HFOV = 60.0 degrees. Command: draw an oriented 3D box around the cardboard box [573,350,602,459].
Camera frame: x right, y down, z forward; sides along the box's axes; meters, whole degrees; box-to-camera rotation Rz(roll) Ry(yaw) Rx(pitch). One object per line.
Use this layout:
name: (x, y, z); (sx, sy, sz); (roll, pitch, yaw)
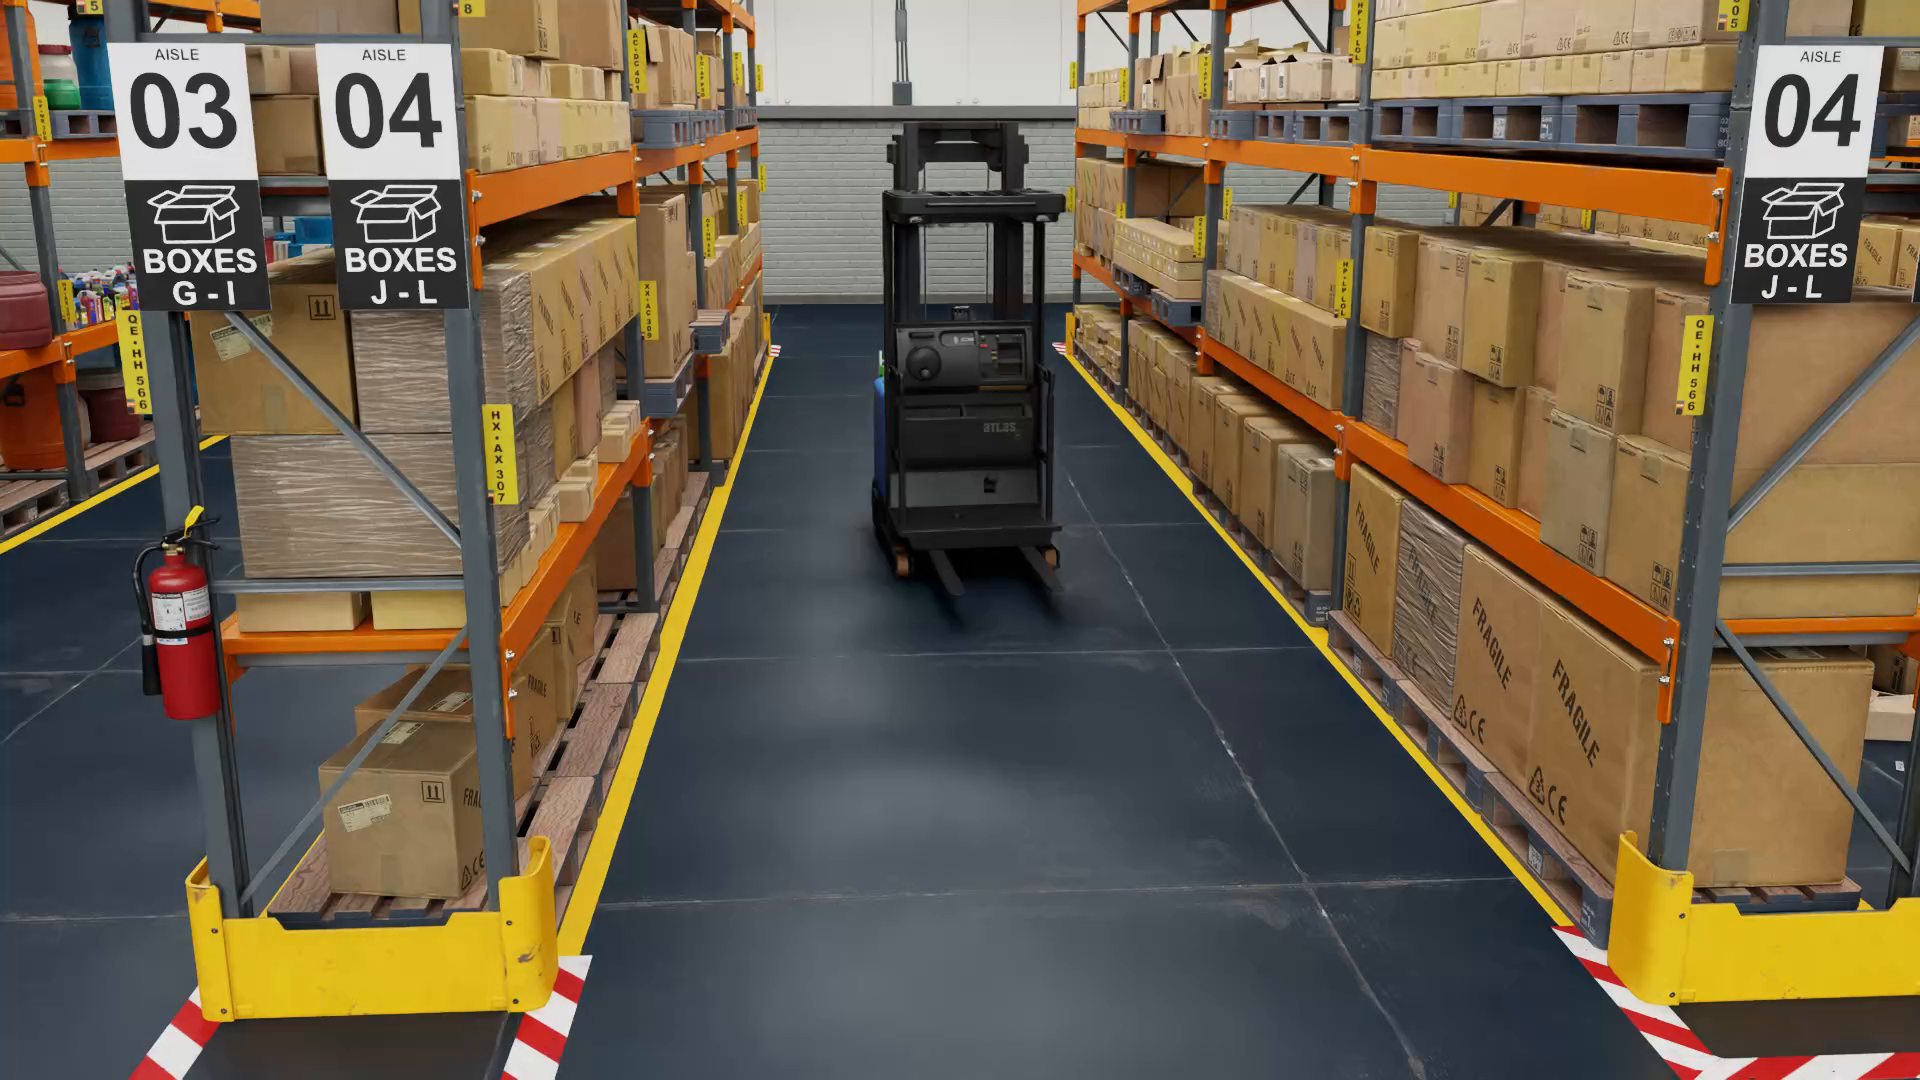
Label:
cardboard box: (-2.173, -0.673, 7.823); (0.875, 0.500, 0.500); (-1, 14, -3)

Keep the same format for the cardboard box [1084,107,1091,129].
cardboard box: (1.747, -5.010, 19.759); (0.500, 0.250, 0.500); (0, 14, -2)

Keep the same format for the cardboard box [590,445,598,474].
cardboard box: (-1.932, -0.358, 7.904); (0.380, 0.149, 0.250); (-1, 14, -3)

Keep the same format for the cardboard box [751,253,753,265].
cardboard box: (-2.547, -3.175, 18.851); (0.380, 0.149, 0.250); (-1, 14, -5)

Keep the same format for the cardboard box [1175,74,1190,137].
cardboard box: (2.109, -3.650, 13.973); (0.500, 0.500, 0.500); (-1, 14, -3)

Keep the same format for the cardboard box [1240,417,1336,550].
cardboard box: (2.506, -0.399, 11.229); (1.050, 0.750, 0.750); (-1, 14, -3)

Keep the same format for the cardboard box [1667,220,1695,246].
cardboard box: (6.995, -3.023, 15.547); (0.500, 0.500, 0.500); (-1, 14, -4)

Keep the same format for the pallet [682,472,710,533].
pallet: (-2.468, -0.291, 12.732); (1.003, 0.211, 1.213); (-1, 14, -3)

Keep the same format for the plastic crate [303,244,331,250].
plastic crate: (-7.722, -3.450, 19.824); (0.396, 0.136, 0.243); (-1, 14, -3)

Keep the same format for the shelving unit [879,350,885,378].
shelving unit: (-0.386, -0.861, 12.966); (0.258, 1.200, 0.503); (-10, 18, -35)

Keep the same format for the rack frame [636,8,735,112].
rack frame: (-2.762, -5.736, 16.259); (1.000, 3.000, 0.127); (-1, 14, -3)

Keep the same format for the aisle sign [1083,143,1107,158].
aisle sign: (1.643, -5.149, 20.802); (0.394, 0.787, 0.004); (-1, 14, -3)

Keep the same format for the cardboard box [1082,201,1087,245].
cardboard box: (1.757, -3.820, 20.057); (0.500, 0.500, 0.500); (-1, 14, -3)

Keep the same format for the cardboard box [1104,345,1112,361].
cardboard box: (1.794, -2.055, 18.277); (0.380, 0.149, 0.250); (-1, 14, -5)

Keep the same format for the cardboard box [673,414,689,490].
cardboard box: (-2.453, -0.672, 12.751); (0.700, 0.500, 0.500); (-2, 15, -6)

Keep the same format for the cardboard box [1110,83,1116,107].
cardboard box: (1.891, -4.744, 17.724); (0.500, 0.250, 0.500); (-1, 15, -6)

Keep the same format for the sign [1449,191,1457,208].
sign: (6.326, -4.429, 21.323); (0.100, 0.325, 0.005); (-1, 14, -3)

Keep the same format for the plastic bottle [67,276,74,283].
plastic bottle: (-8.000, -2.229, 14.928); (0.097, 0.271, 0.097); (0, 14, 0)

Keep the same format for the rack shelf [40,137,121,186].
rack shelf: (-7.582, -3.361, 14.492); (1.077, 0.370, 4.000); (-1, 14, -3)

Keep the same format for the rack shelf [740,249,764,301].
rack shelf: (-2.886, -2.979, 19.030); (1.077, 0.370, 4.000); (-1, 14, -3)

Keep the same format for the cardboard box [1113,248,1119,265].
cardboard box: (1.760, -2.858, 16.777); (0.380, 0.149, 0.250); (-2, 15, -6)

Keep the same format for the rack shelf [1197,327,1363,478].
rack shelf: (2.566, -1.041, 11.497); (1.077, 0.370, 4.000); (-1, 14, -3)

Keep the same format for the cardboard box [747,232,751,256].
cardboard box: (-2.594, -3.275, 18.440); (0.500, 0.250, 0.500); (-1, 14, -2)

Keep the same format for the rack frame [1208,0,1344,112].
rack frame: (2.442, -4.792, 12.593); (1.000, 3.000, 0.127); (-1, 14, -3)

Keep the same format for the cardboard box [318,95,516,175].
cardboard box: (-1.791, -1.350, 5.534); (0.500, 0.250, 0.500); (0, 14, -2)

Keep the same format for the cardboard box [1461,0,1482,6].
cardboard box: (2.453, -2.449, 7.365); (0.380, 0.149, 0.250); (-1, 14, -4)

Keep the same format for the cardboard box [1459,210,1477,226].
cardboard box: (6.624, -3.903, 20.974); (0.500, 0.500, 0.500); (-1, 14, -4)

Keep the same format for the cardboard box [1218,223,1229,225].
cardboard box: (2.462, -2.958, 15.972); (0.380, 0.149, 0.250); (-1, 14, -4)

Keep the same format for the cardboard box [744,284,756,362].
cardboard box: (-2.779, -2.394, 18.732); (0.875, 0.875, 0.875); (-1, 14, -3)

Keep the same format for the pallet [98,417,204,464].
pallet: (-7.621, -0.907, 15.127); (1.003, 0.211, 1.213); (-1, 14, -3)

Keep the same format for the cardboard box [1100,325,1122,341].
cardboard box: (1.787, -2.333, 18.760); (0.380, 0.149, 0.250); (-2, 15, -6)

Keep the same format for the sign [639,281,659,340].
sign: (-1.726, -1.270, 9.206); (0.100, 0.325, 0.005); (-1, 14, -3)

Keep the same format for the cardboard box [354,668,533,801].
cardboard box: (-2.112, 0.858, 6.847); (0.500, 0.500, 0.500); (3, 15, 11)

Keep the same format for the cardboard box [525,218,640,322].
cardboard box: (-1.964, -1.410, 8.681); (0.500, 0.500, 0.500); (-1, 14, -3)

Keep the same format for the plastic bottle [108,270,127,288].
plastic bottle: (-7.398, -2.197, 14.643); (0.144, 0.351, 0.185); (-1, 14, -3)

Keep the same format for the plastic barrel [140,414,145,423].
plastic barrel: (-7.700, -1.299, 15.205); (0.421, 0.512, 0.421); (0, 14, 0)

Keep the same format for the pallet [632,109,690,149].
pallet: (-2.199, -2.358, 9.527); (1.213, 0.211, 1.003); (-1, 14, -3)

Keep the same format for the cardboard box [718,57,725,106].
cardboard box: (-2.900, -4.911, 17.829); (0.700, 0.500, 0.500); (0, 14, -1)

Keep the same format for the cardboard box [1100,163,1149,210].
cardboard box: (1.840, -3.927, 18.466); (0.500, 0.500, 0.500); (-1, 14, -2)

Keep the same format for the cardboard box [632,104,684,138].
cardboard box: (-2.168, -2.853, 11.376); (0.500, 0.250, 0.500); (0, 14, -2)

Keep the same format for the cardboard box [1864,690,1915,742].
cardboard box: (4.635, 0.831, 8.264); (0.396, 0.266, 0.258); (2, 15, 6)

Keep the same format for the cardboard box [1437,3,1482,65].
cardboard box: (2.505, -2.291, 7.552); (0.500, 0.250, 0.500); (-1, 14, -4)

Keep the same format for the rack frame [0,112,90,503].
rack frame: (-7.458, -1.759, 12.843); (1.000, 3.000, 0.127); (-1, 14, -3)

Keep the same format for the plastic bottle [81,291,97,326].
plastic bottle: (-7.137, -1.898, 13.616); (0.061, 0.283, 0.133); (-1, 14, -3)

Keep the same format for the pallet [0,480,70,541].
pallet: (-7.449, -0.215, 12.440); (1.003, 0.211, 1.213); (-1, 14, -3)

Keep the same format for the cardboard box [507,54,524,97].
cardboard box: (-1.809, -1.687, 6.044); (0.380, 0.149, 0.250); (0, 14, -1)

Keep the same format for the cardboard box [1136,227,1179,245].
cardboard box: (1.841, -2.825, 15.453); (0.380, 0.149, 0.250); (0, 14, -1)

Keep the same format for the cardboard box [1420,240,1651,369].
cardboard box: (2.725, -1.124, 7.907); (0.875, 0.550, 0.550); (-1, 14, -3)

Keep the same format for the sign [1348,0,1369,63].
sign: (2.149, -2.737, 8.955); (0.100, 0.325, 0.005); (-1, 14, -3)

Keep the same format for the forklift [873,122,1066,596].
forklift: (0.067, -1.262, 11.048); (1.130, 2.935, 3.031); (-2, 15, -8)

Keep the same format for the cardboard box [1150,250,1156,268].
cardboard box: (1.892, -2.484, 14.727); (0.380, 0.149, 0.250); (-1, 14, -4)

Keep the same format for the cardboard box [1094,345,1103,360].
cardboard box: (1.769, -2.179, 19.356); (0.380, 0.149, 0.250); (-1, 14, -3)

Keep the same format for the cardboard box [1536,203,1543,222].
cardboard box: (6.759, -3.882, 18.886); (0.500, 0.500, 0.500); (-1, 14, -3)

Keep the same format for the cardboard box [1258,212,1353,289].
cardboard box: (2.527, -2.054, 11.784); (0.700, 0.500, 0.500); (-1, 14, -4)

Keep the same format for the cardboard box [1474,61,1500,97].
cardboard box: (2.467, -2.001, 7.224); (0.380, 0.149, 0.250); (-1, 14, -3)

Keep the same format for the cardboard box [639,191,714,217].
cardboard box: (-2.630, -2.881, 14.989); (0.797, 0.503, 0.637); (0, 14, -2)

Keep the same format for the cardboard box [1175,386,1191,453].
cardboard box: (2.140, -1.039, 14.220); (0.500, 0.500, 0.500); (-1, 14, -4)

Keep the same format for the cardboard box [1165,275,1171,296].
cardboard box: (1.939, -2.146, 14.009); (0.380, 0.149, 0.250); (-1, 14, -4)
